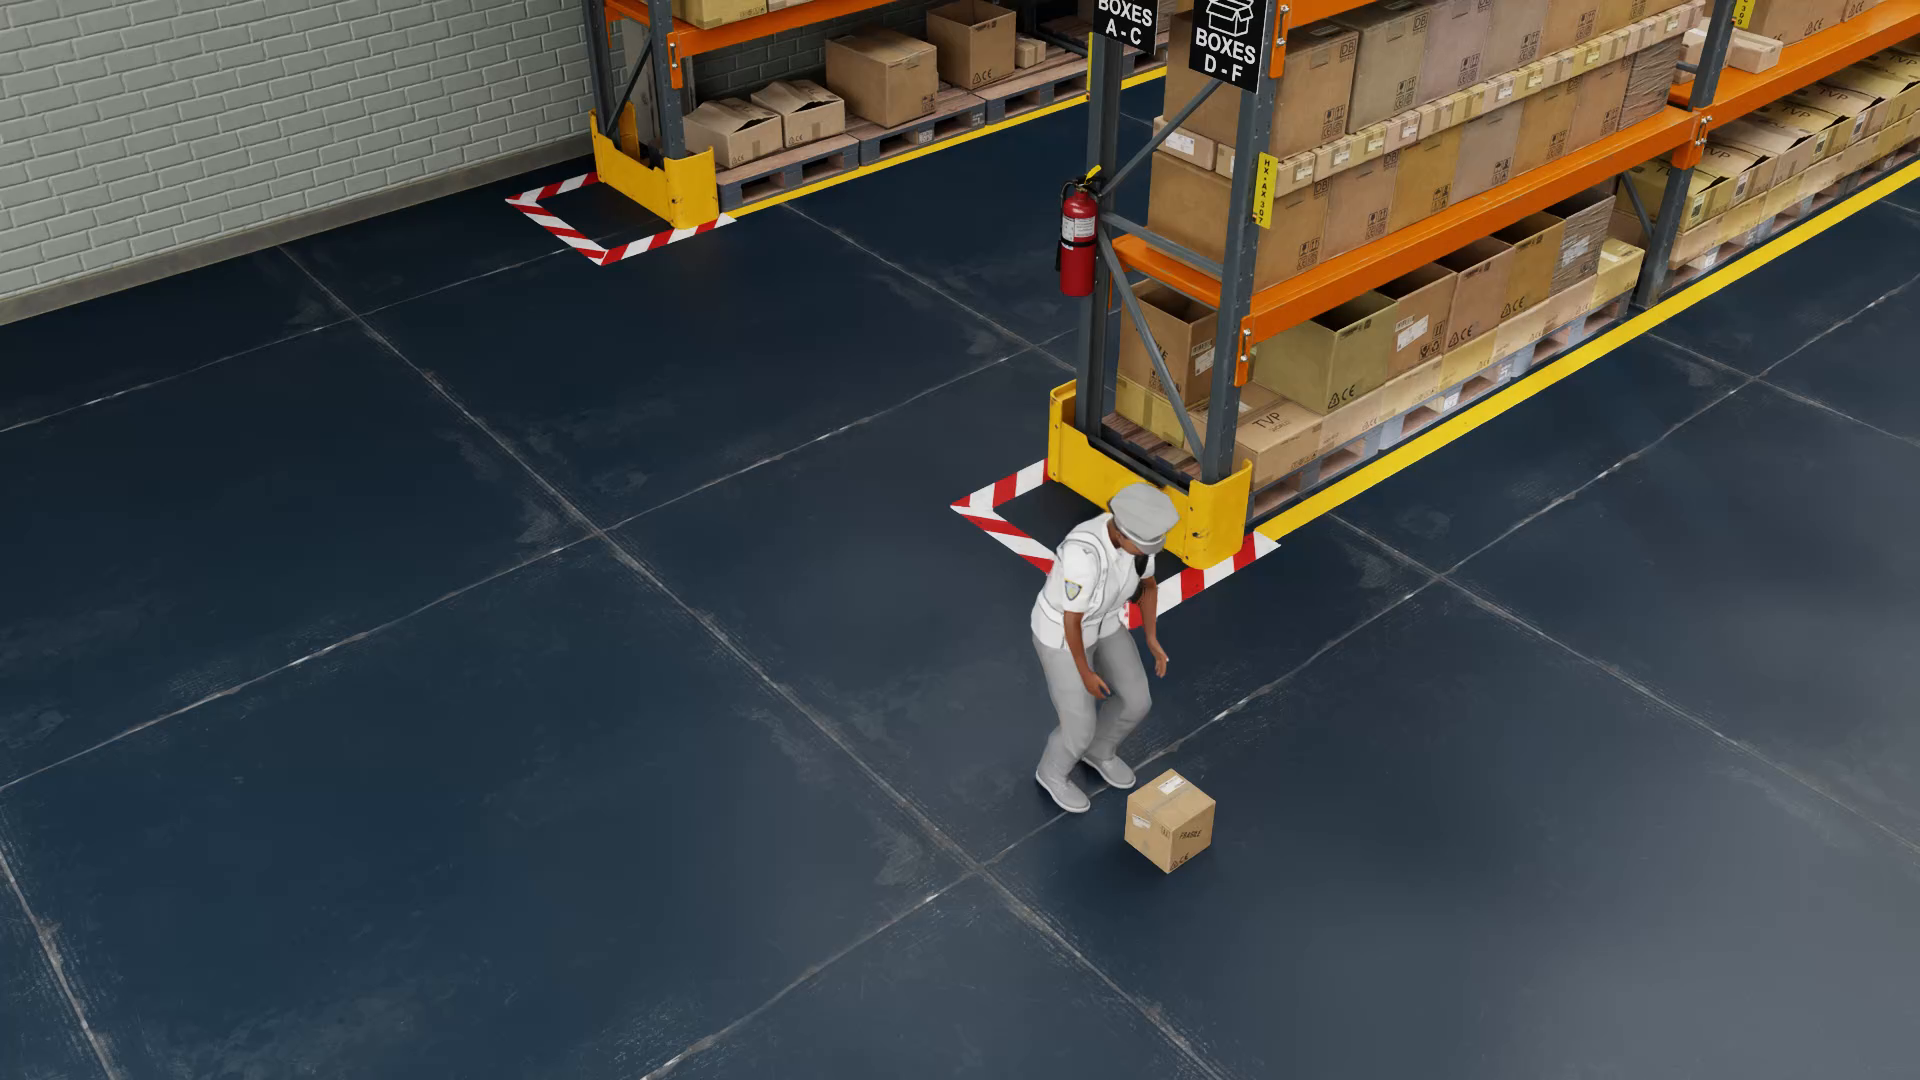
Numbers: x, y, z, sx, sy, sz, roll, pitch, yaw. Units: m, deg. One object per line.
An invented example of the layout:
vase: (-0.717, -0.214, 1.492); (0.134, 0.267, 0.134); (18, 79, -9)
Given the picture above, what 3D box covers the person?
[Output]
person: (0.574, 0.406, 6.631); (0.480, 1.546, 0.563); (-26, 43, -31)
